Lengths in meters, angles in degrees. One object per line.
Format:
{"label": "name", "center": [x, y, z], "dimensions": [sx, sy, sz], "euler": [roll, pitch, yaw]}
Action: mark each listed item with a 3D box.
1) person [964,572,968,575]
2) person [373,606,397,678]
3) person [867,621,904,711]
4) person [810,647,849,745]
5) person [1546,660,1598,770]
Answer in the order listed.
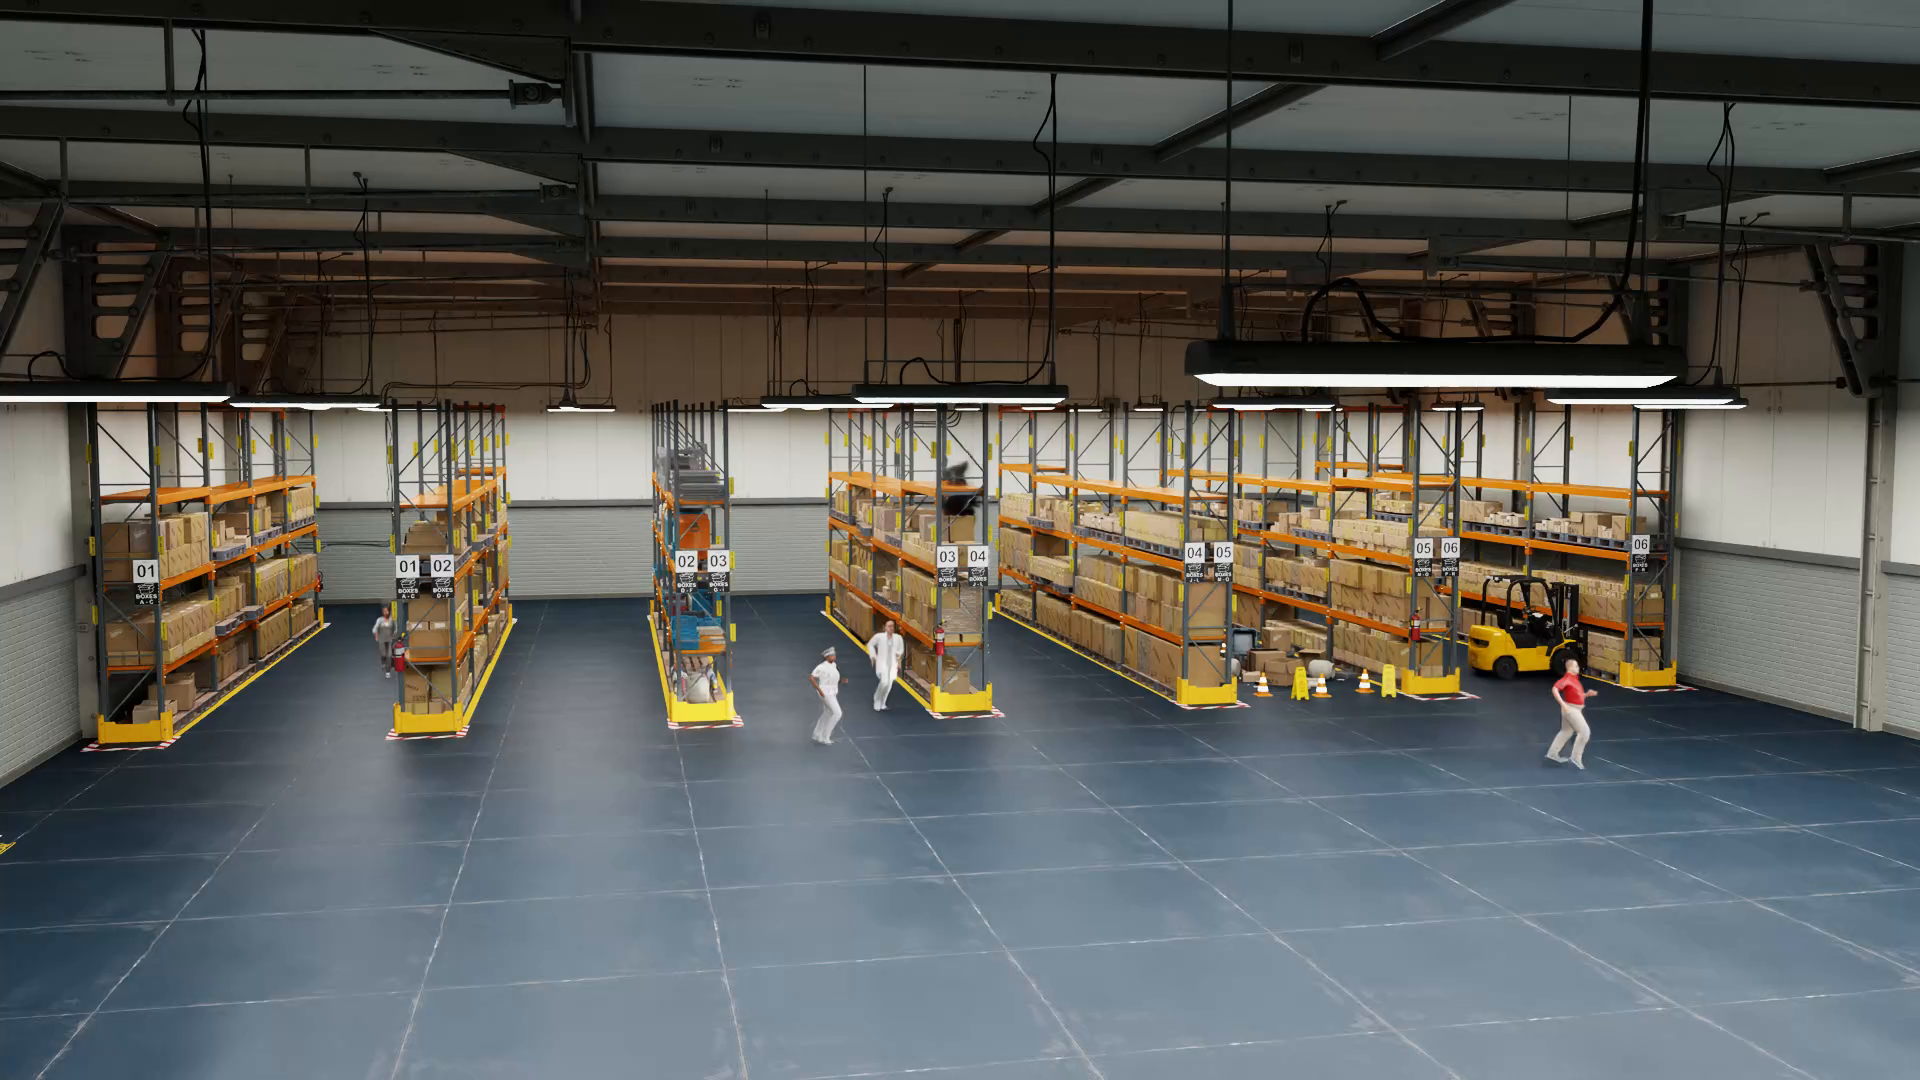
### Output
{"label": "person", "center": [0.393, 1.392, 45.693], "dimensions": [0.666, 1.748, 0.849], "euler": [0, 4, -2]}
{"label": "person", "center": [-12.495, 2.224, 36.171], "dimensions": [0.494, 1.557, 0.541], "euler": [-2, 5, -22]}
{"label": "person", "center": [-1.399, 2.429, 32.172], "dimensions": [0.666, 1.736, 0.713], "euler": [-2, 5, -20]}
{"label": "person", "center": [-2.261, 2.712, 28.948], "dimensions": [0.682, 1.719, 0.549], "euler": [2, 5, 20]}
{"label": "person", "center": [9.935, 2.842, 27.007], "dimensions": [0.768, 1.794, 0.631], "euler": [2, 5, 23]}
